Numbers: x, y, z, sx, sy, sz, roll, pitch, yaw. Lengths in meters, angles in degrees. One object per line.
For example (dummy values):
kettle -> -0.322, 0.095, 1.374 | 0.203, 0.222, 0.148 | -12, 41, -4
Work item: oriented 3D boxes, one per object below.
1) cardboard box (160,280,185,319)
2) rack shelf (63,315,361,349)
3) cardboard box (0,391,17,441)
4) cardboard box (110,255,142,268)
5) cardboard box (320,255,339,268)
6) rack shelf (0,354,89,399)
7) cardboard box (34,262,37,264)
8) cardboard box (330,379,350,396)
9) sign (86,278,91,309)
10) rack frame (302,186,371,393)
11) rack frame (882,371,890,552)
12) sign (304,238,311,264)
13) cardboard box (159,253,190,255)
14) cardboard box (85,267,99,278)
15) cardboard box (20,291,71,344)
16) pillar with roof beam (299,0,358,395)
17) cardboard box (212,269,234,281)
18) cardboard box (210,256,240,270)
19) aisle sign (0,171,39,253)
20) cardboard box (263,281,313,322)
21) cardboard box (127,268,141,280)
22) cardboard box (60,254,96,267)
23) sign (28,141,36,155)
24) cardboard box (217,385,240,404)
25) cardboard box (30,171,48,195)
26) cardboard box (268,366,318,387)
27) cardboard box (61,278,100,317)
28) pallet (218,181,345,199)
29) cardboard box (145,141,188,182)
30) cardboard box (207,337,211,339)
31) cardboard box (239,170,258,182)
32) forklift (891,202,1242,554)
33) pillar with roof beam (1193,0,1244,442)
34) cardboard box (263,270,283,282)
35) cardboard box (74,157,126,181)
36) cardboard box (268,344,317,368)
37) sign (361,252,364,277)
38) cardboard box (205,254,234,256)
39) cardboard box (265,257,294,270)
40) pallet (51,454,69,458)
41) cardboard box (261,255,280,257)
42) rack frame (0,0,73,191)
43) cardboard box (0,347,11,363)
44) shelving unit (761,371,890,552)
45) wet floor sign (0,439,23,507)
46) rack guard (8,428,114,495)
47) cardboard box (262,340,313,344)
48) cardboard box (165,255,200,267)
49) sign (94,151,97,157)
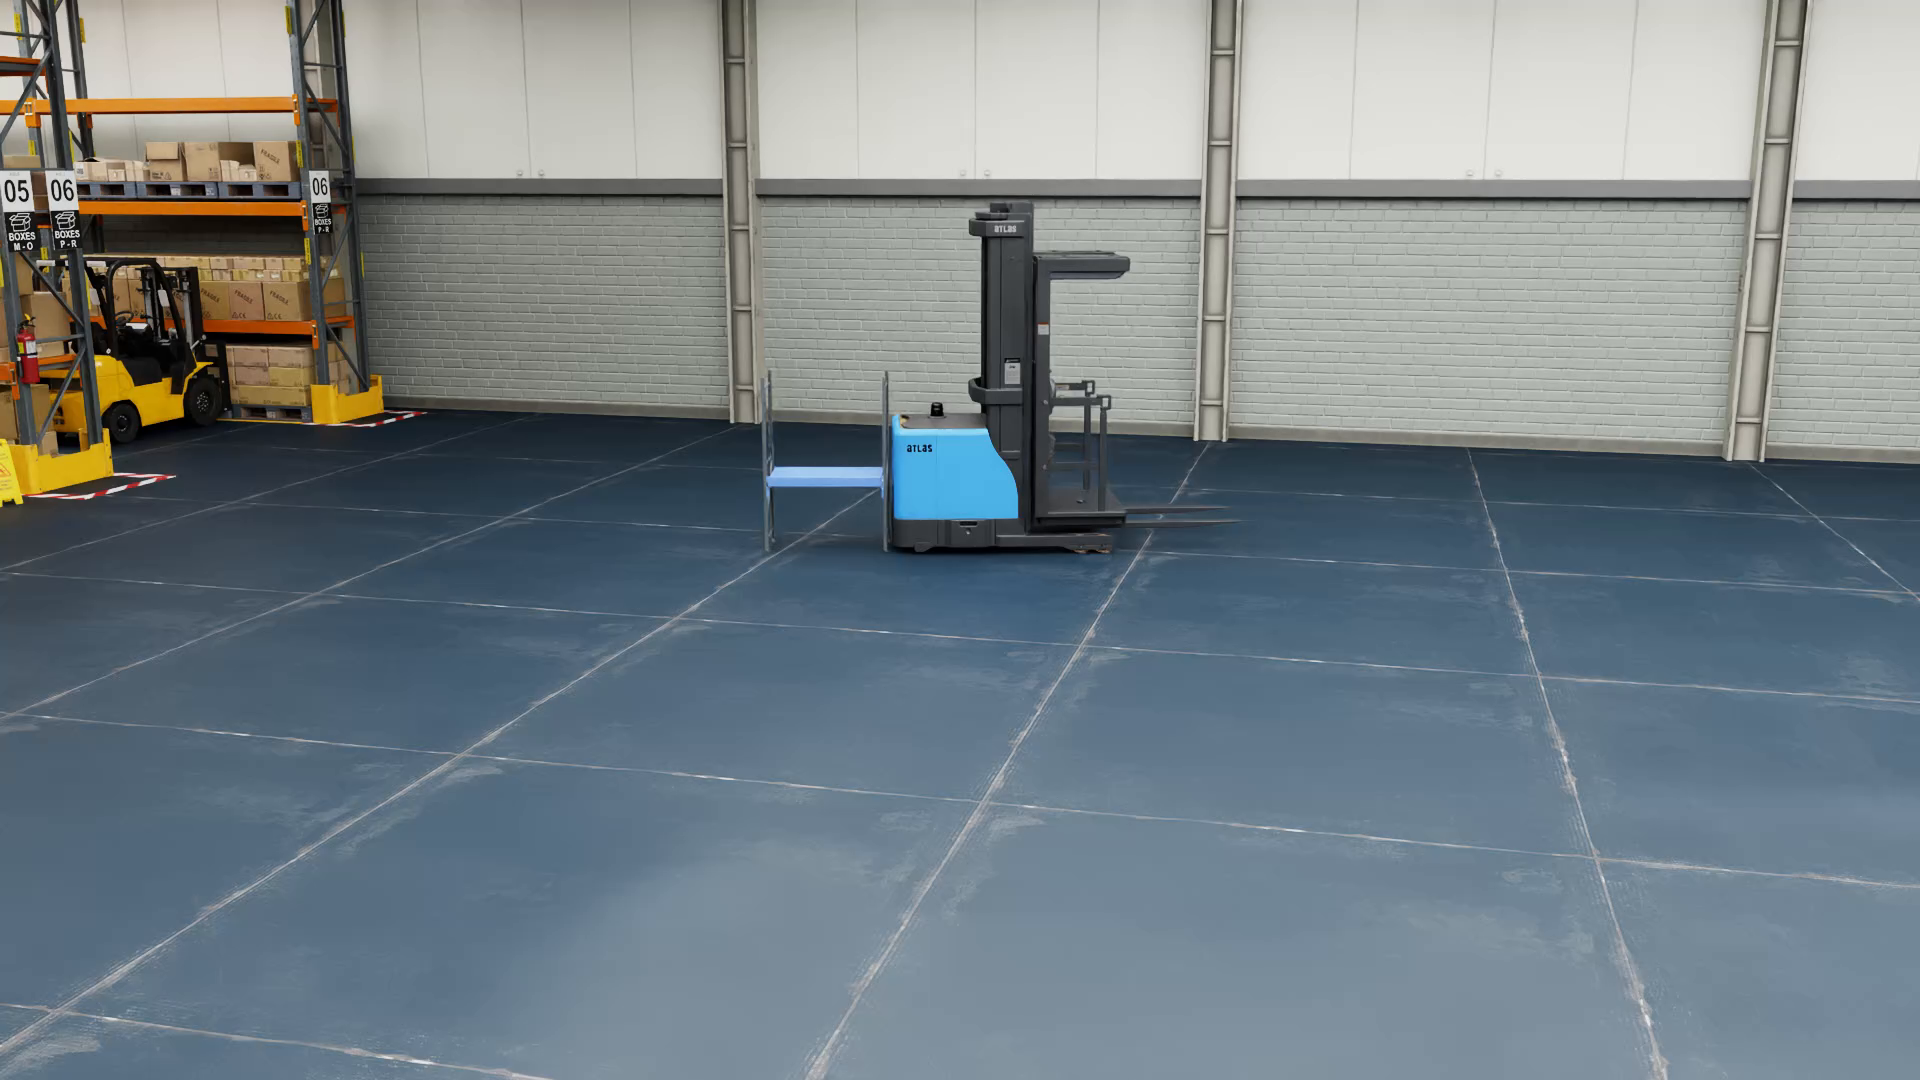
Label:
cardboard box -> -10.158, -3.191, 21.962 | 0.500, 0.500, 0.500 | 3, 13, 14
rack shelf -> -10.069, -2.846, 22.296 | 4.000, 0.370, 1.077 | 3, 13, 14
cardboard box -> -10.153, -1.265, 17.156 | 0.500, 0.500, 0.500 | 3, 13, 14
cardboard box -> -11.022, -3.692, 22.032 | 0.250, 0.149, 0.380 | 3, 13, 15
cardboard box -> -8.402, -3.666, 21.918 | 0.250, 0.149, 0.380 | 3, 13, 12
rack shelf -> -11.255, -1.802, 17.590 | 4.000, 0.370, 1.077 | 3, 13, 14
cardboard box -> -12.791, -3.768, 23.062 | 0.250, 0.149, 0.380 | 3, 13, 13
cardboard box -> -8.557, -2.022, 22.302 | 0.500, 0.250, 0.500 | 3, 13, 14
sign -> -9.183, -2.586, 17.465 | 0.005, 0.325, 0.100 | 3, 13, 14
rack frame -> -8.127, -3.093, 21.750 | 0.127, 3.000, 1.000 | 3, 13, 14
rack frame -> -0.638, -0.682, 14.347 | 0.032, 1.500, 0.500 | 0, 13, 1
sign -> -8.271, -3.661, 21.088 | 0.005, 0.325, 0.100 | 3, 13, 14
cardboard box -> -10.629, -3.808, 22.558 | 0.250, 0.149, 0.380 | 3, 13, 13
cardboard box -> -11.512, -3.581, 22.221 | 0.250, 0.149, 0.380 | 3, 13, 15
cardboard box -> -9.706, -2.326, 17.375 | 0.500, 0.500, 0.500 | 3, 13, 13
pillar with roof beam -> -9.619, -5.342, 18.037 | 0.400, 9.000, 9.100 | 3, 13, 14
cardboard box -> -9.532, -3.470, 21.721 | 0.250, 0.149, 0.380 | 3, 13, 12
cardboard box -> -9.536, -3.611, 21.669 | 0.250, 0.149, 0.380 | 3, 13, 15
aisle sign -> -9.322, -3.254, 16.473 | 0.004, 0.787, 0.394 | 3, 13, 14
cardboard box -> -8.668, -3.112, 21.605 | 0.500, 0.500, 0.500 | 3, 13, 12
cardboard box -> -10.777, -3.531, 21.996 | 0.250, 0.149, 0.380 | 3, 13, 13
cardboard box -> -11.772, -3.732, 22.216 | 0.250, 0.149, 0.380 | 3, 13, 15
sign -> -12.131, -5.056, 21.754 | 0.005, 0.325, 0.100 | 3, 13, 14
cardboard box -> -9.623, -1.969, 22.063 | 0.500, 0.250, 0.500 | 3, 13, 14
cardboard box -> -9.737, -3.668, 17.073 | 0.500, 0.250, 0.500 | 3, 13, 13
cardboard box -> -8.675, -2.159, 21.765 | 0.500, 0.250, 0.500 | 3, 13, 13
cardboard box -> -11.642, -3.272, 22.323 | 0.500, 0.500, 0.500 | 3, 13, 12
pallet -> -8.807, -4.556, 21.624 | 1.213, 0.211, 1.003 | 3, 13, 14
cardboard box -> -10.145, -4.946, 21.737 | 0.637, 0.503, 0.797 | 3, 13, 15
cardboard box -> -10.503, -2.614, 22.662 | 0.500, 0.250, 0.500 | 3, 13, 14
cardboard box -> -9.004, -4.668, 21.302 | 0.250, 0.149, 0.380 | 3, 13, 12
forklift -> 0.915, -1.429, 14.406 | 3.031, 2.935, 1.130 | -1, 13, -3
pillar with roof beam -> 2.032, -4.719, 15.230 | 0.400, 9.000, 9.100 | 3, 13, 14
cardboard box -> -8.786, -3.425, 21.516 | 0.250, 0.149, 0.380 | 3, 13, 14
cardboard box -> -11.261, -4.881, 21.888 | 0.500, 0.311, 0.500 | 3, 13, 15
cardboard box -> -8.649, -2.402, 21.706 | 0.500, 0.250, 0.500 | 4, 13, 15
sign -> -7.988, -3.671, 22.172 | 0.005, 0.325, 0.100 | 3, 13, 14
cardboard box -> -9.897, -3.752, 22.306 | 0.250, 0.149, 0.380 | 3, 13, 14
cardboard box -> -8.772, -3.584, 21.549 | 0.250, 0.149, 0.380 | 3, 13, 14
pallet -> -10.167, -0.741, 17.588 | 1.213, 0.211, 1.003 | 3, 13, 14
cardboard box -> -9.144, -3.714, 22.131 | 0.250, 0.149, 0.380 | 3, 13, 14
rack frame -> -9.313, -4.978, 16.394 | 0.127, 3.000, 1.000 | 3, 13, 14
cardboard box -> -9.727, -1.901, 16.956 | 0.250, 0.149, 0.380 | 4, 13, 15
shelving unit -> -1.146, -0.683, 14.352 | 1.048, 1.500, 0.538 | 0, 13, 1
wet floor sign -> -9.385, -0.665, 16.241 | 0.232, 0.644, 0.267 | 8, 15, 33
rack guard -> -9.387, -0.833, 17.333 | 0.348, 0.500, 1.175 | 3, 13, 14
cardboard box -> -9.034, -2.534, 22.299 | 0.500, 0.250, 0.500 | 3, 13, 14
cardboard box -> -10.256, -3.673, 21.949 | 0.250, 0.149, 0.380 | 3, 13, 14
sign -> -11.879, -5.173, 22.822 | 0.005, 0.325, 0.100 | 3, 13, 14
